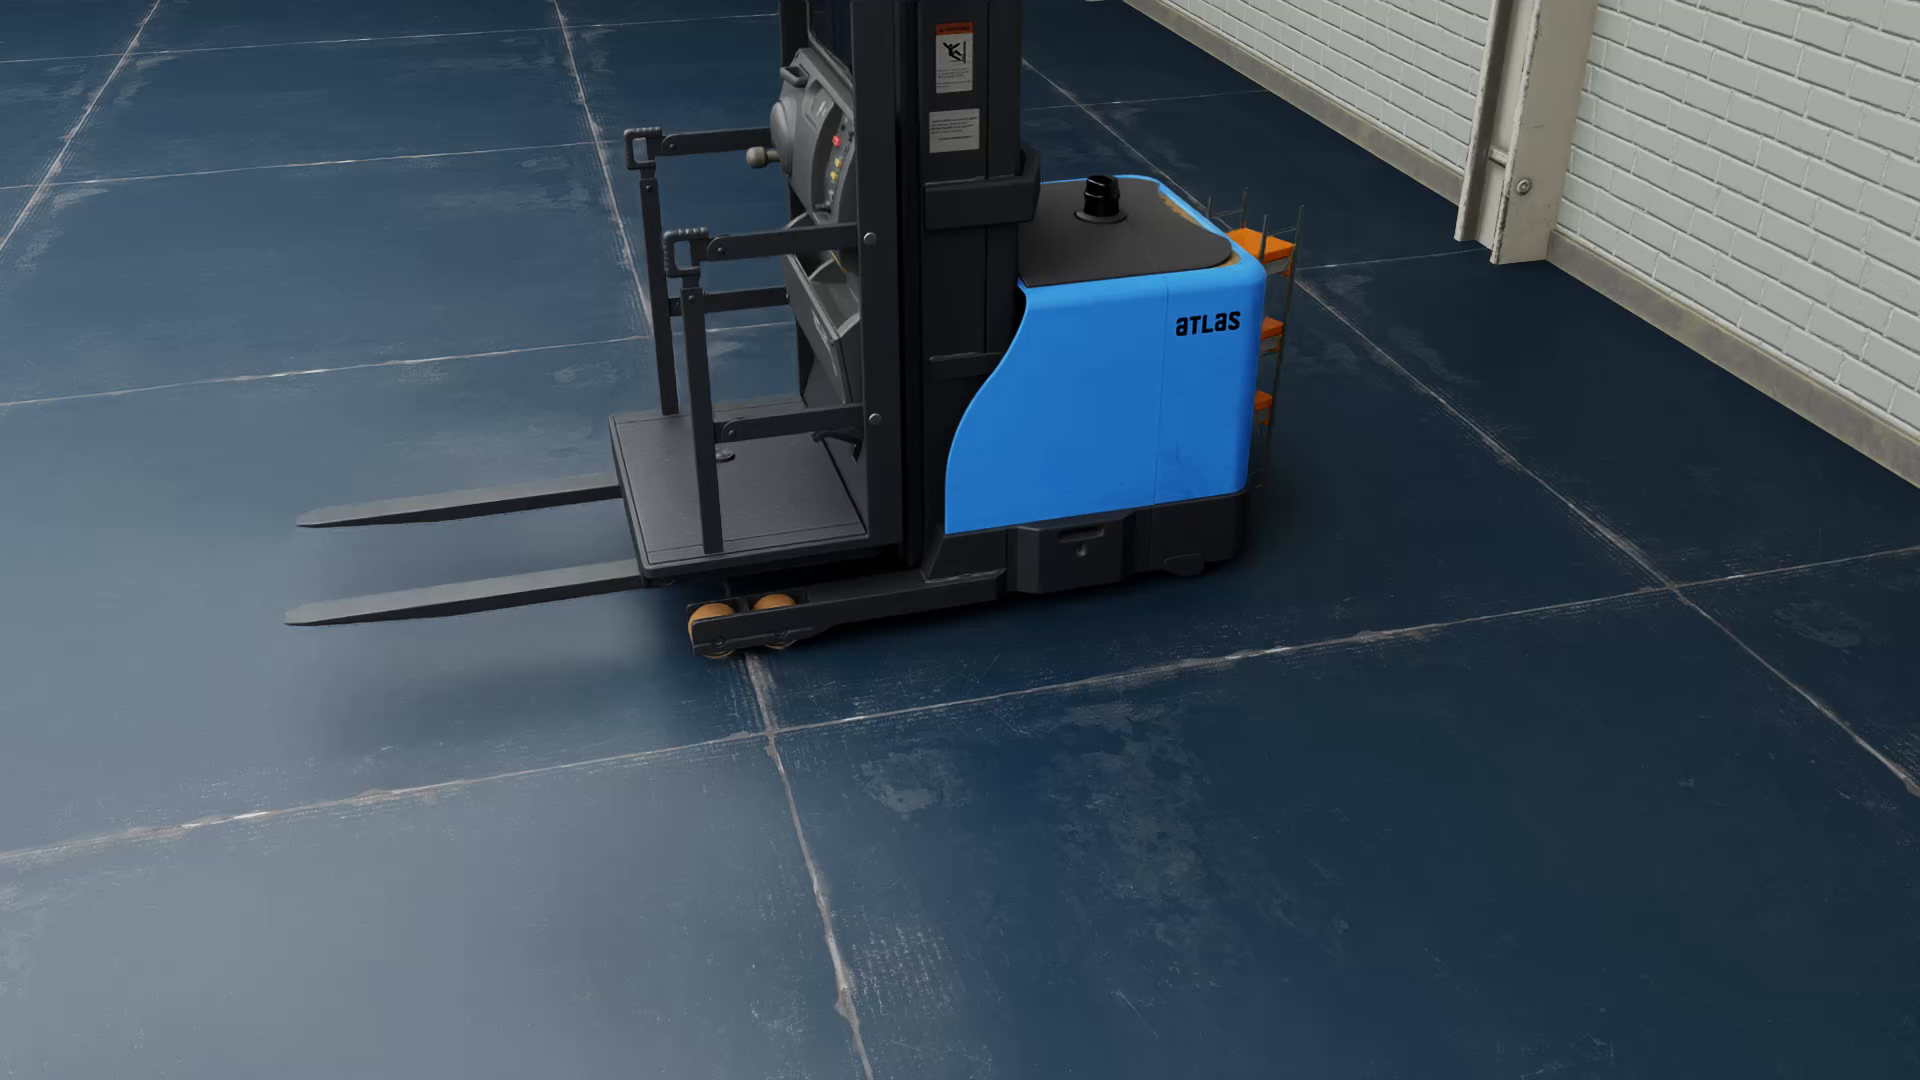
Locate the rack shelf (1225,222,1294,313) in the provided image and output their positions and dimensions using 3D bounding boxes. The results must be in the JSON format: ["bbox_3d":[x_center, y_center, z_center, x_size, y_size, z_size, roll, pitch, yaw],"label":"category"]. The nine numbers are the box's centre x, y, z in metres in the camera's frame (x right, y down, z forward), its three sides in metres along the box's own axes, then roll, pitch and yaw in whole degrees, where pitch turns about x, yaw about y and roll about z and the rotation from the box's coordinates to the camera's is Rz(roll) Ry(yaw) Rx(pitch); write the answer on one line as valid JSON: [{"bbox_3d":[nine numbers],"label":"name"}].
[{"bbox_3d":[0.993,-0.924,5.742,0.215,0.259,0.240,-20,36,-36],"label":"rack shelf"}]

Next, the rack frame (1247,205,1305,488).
[{"bbox_3d":[1.061,-0.637,5.791,0.200,1.050,0.008,-20,36,-36],"label":"rack frame"}]

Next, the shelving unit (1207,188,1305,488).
[{"bbox_3d":[0.981,-0.683,5.870,0.215,1.050,0.252,-20,36,-36],"label":"shelving unit"}]

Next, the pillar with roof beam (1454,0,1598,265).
[{"bbox_3d":[-1.461,-4.773,5.013,9.100,9.000,0.400,-8,31,-13],"label":"pillar with roof beam"}]

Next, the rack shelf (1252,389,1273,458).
[{"bbox_3d":[0.968,-0.429,6.006,0.215,0.259,0.240,-20,36,-36],"label":"rack shelf"}]

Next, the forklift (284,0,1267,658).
[{"bbox_3d":[-0.620,-1.200,4.897,3.031,2.935,1.130,-8,31,-14],"label":"forklift"}]

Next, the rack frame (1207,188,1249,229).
[{"bbox_3d":[0.901,-0.730,5.950,0.200,1.050,0.008,-20,36,-36],"label":"rack frame"}]

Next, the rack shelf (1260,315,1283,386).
[{"bbox_3d":[0.980,-0.674,5.875,0.215,0.259,0.240,-20,36,-36],"label":"rack shelf"}]
